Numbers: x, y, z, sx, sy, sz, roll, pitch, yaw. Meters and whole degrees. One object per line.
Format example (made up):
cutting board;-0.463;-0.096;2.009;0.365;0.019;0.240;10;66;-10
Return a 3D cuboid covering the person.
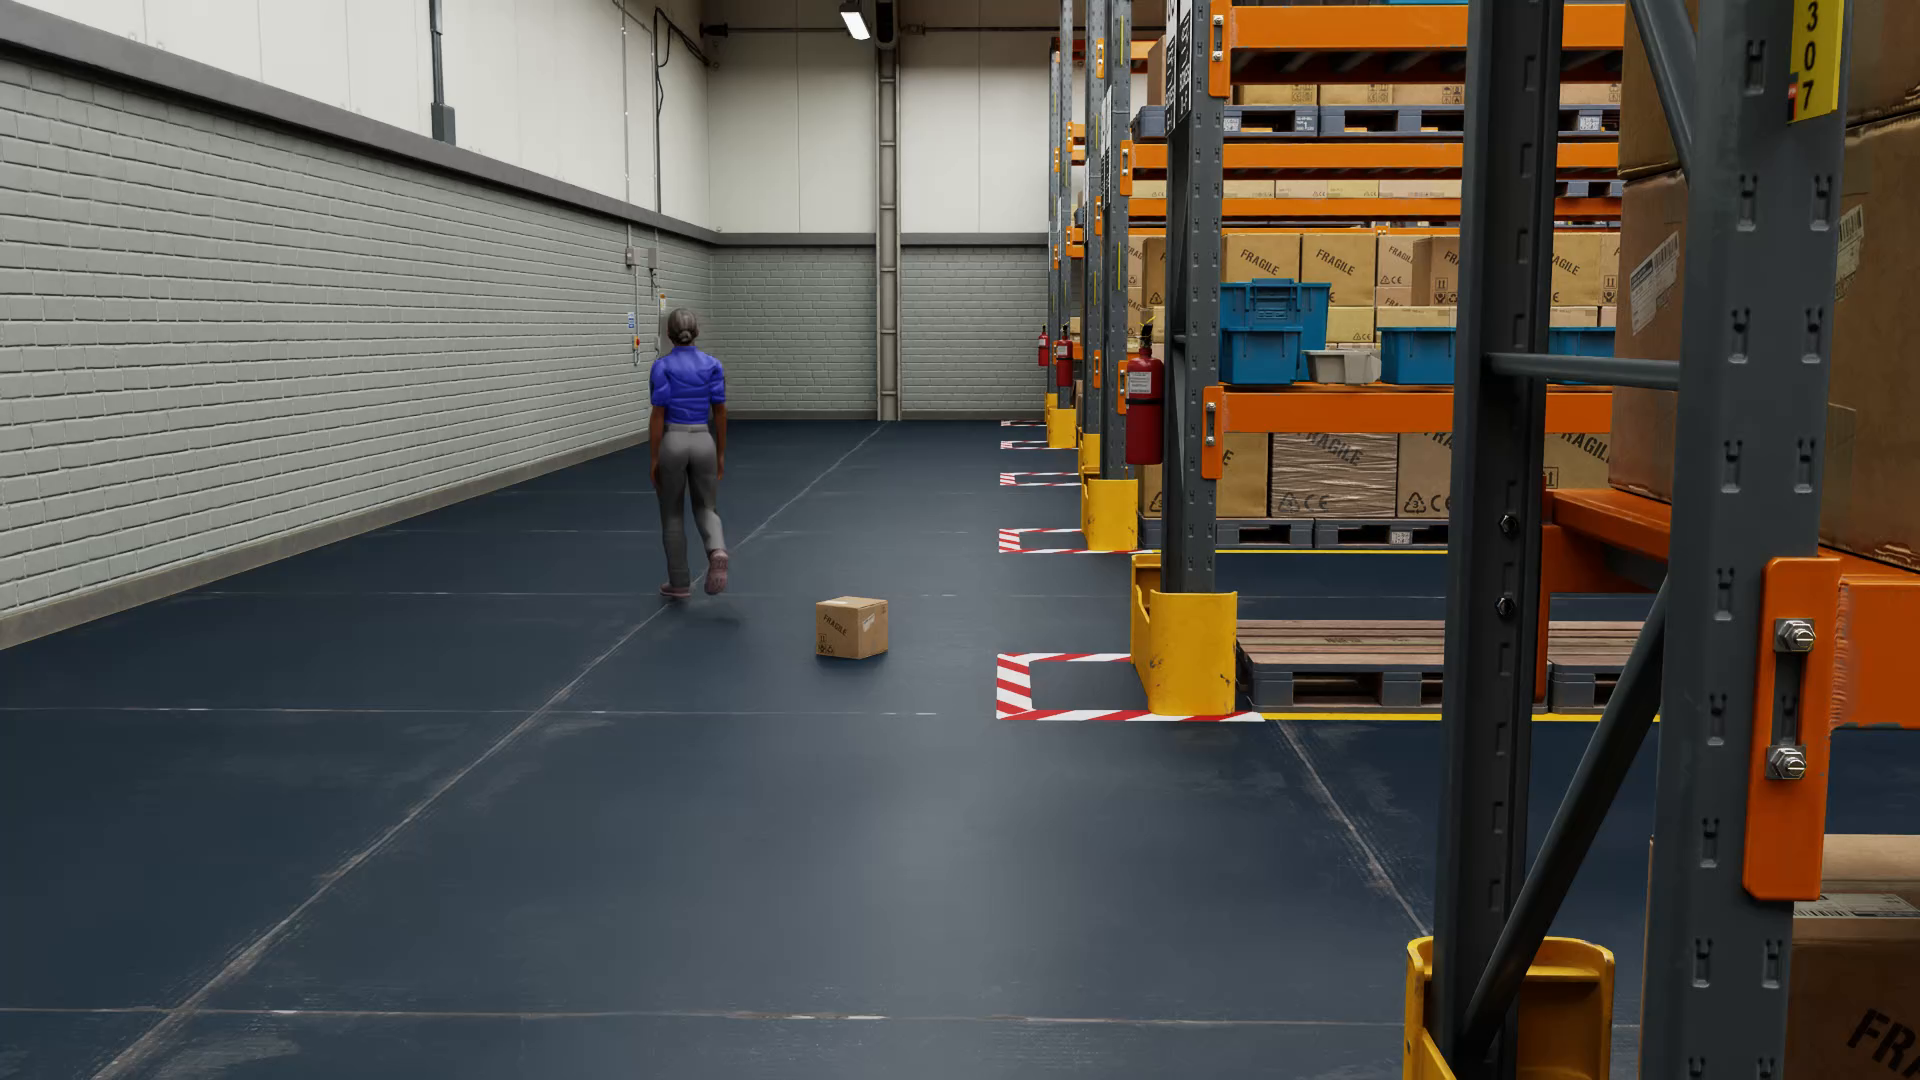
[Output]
person;-1.519;-0.476;9.343;0.447;1.638;0.605;-4;8;-26
